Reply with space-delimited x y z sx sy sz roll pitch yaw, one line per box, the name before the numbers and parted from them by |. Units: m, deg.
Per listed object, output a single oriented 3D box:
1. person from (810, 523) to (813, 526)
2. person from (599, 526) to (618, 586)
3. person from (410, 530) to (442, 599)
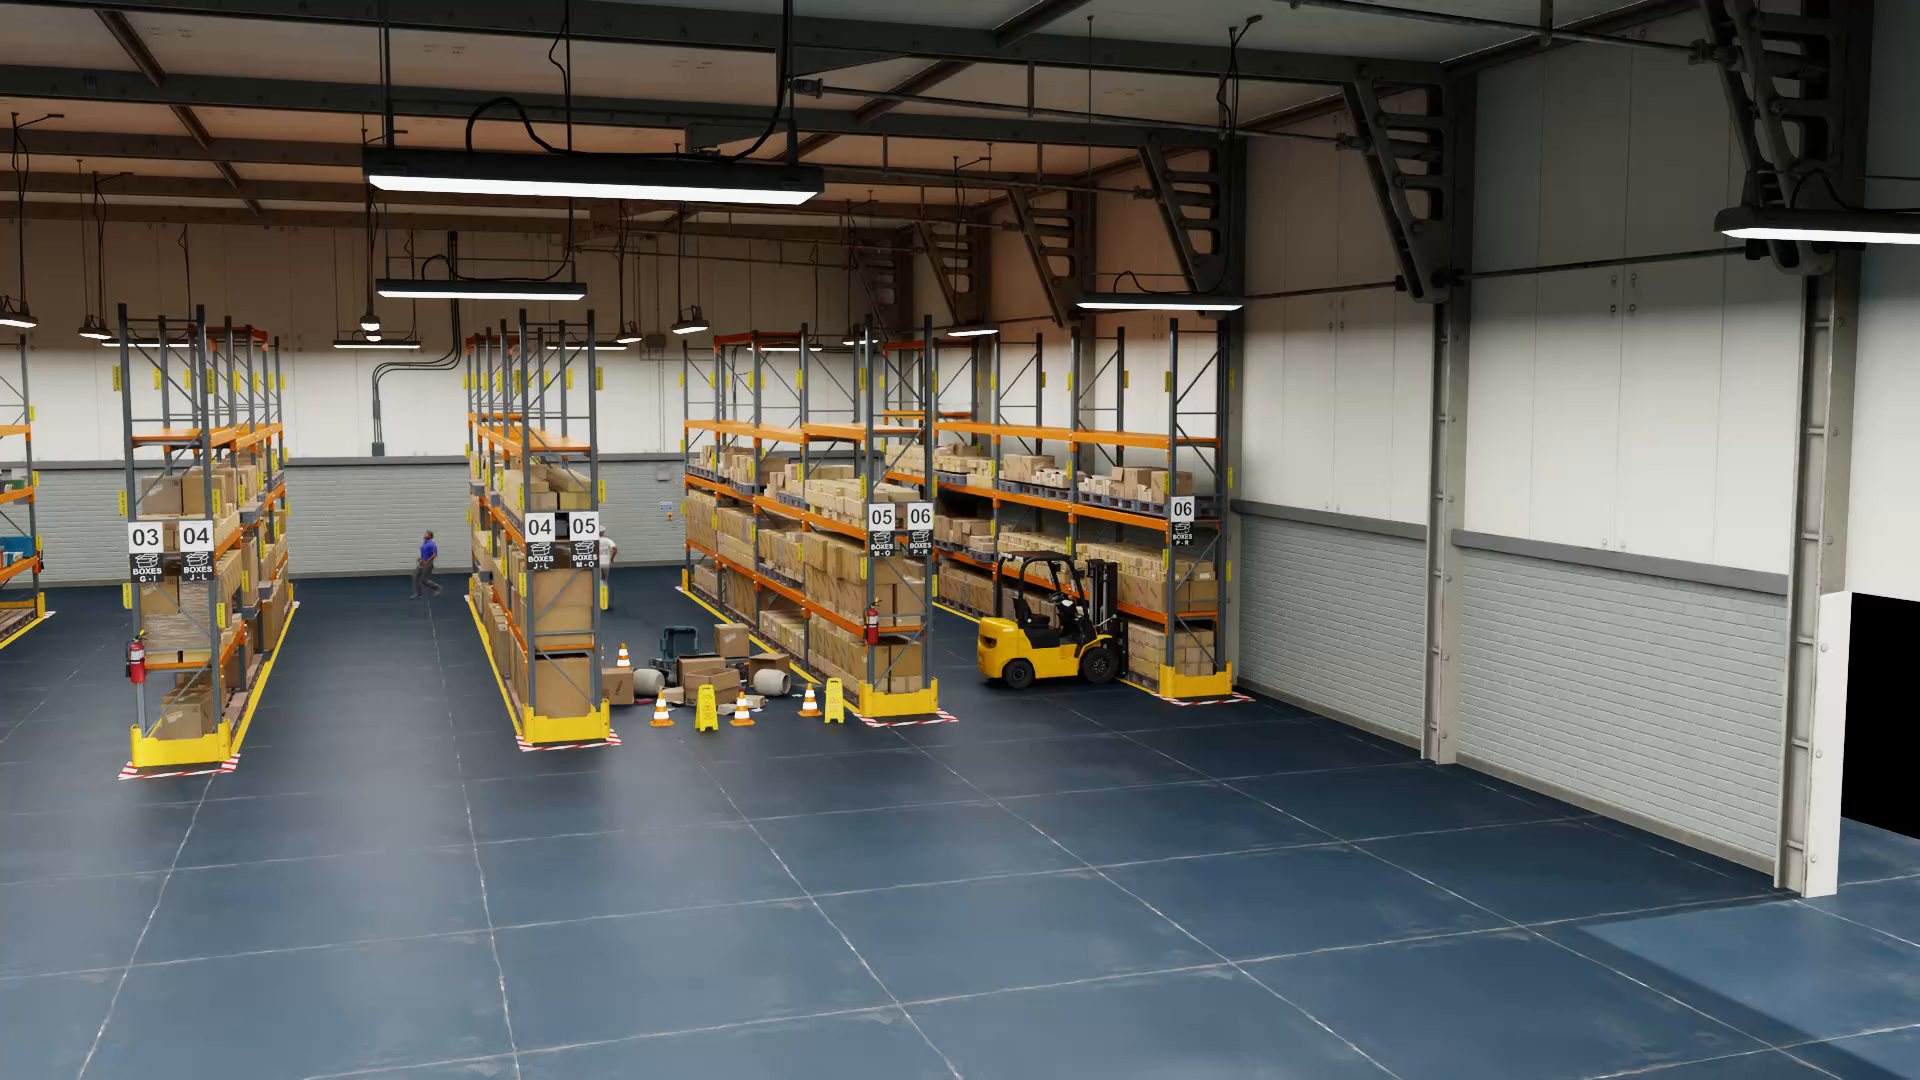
person | -3.708 0.146 39.029 0.644 1.742 0.531 -3 6 -25
person | -8.043 0.581 37.241 0.659 1.810 0.941 -3 6 -26
person | -12.389 0.563 38.492 0.664 1.588 0.604 -4 7 -38
